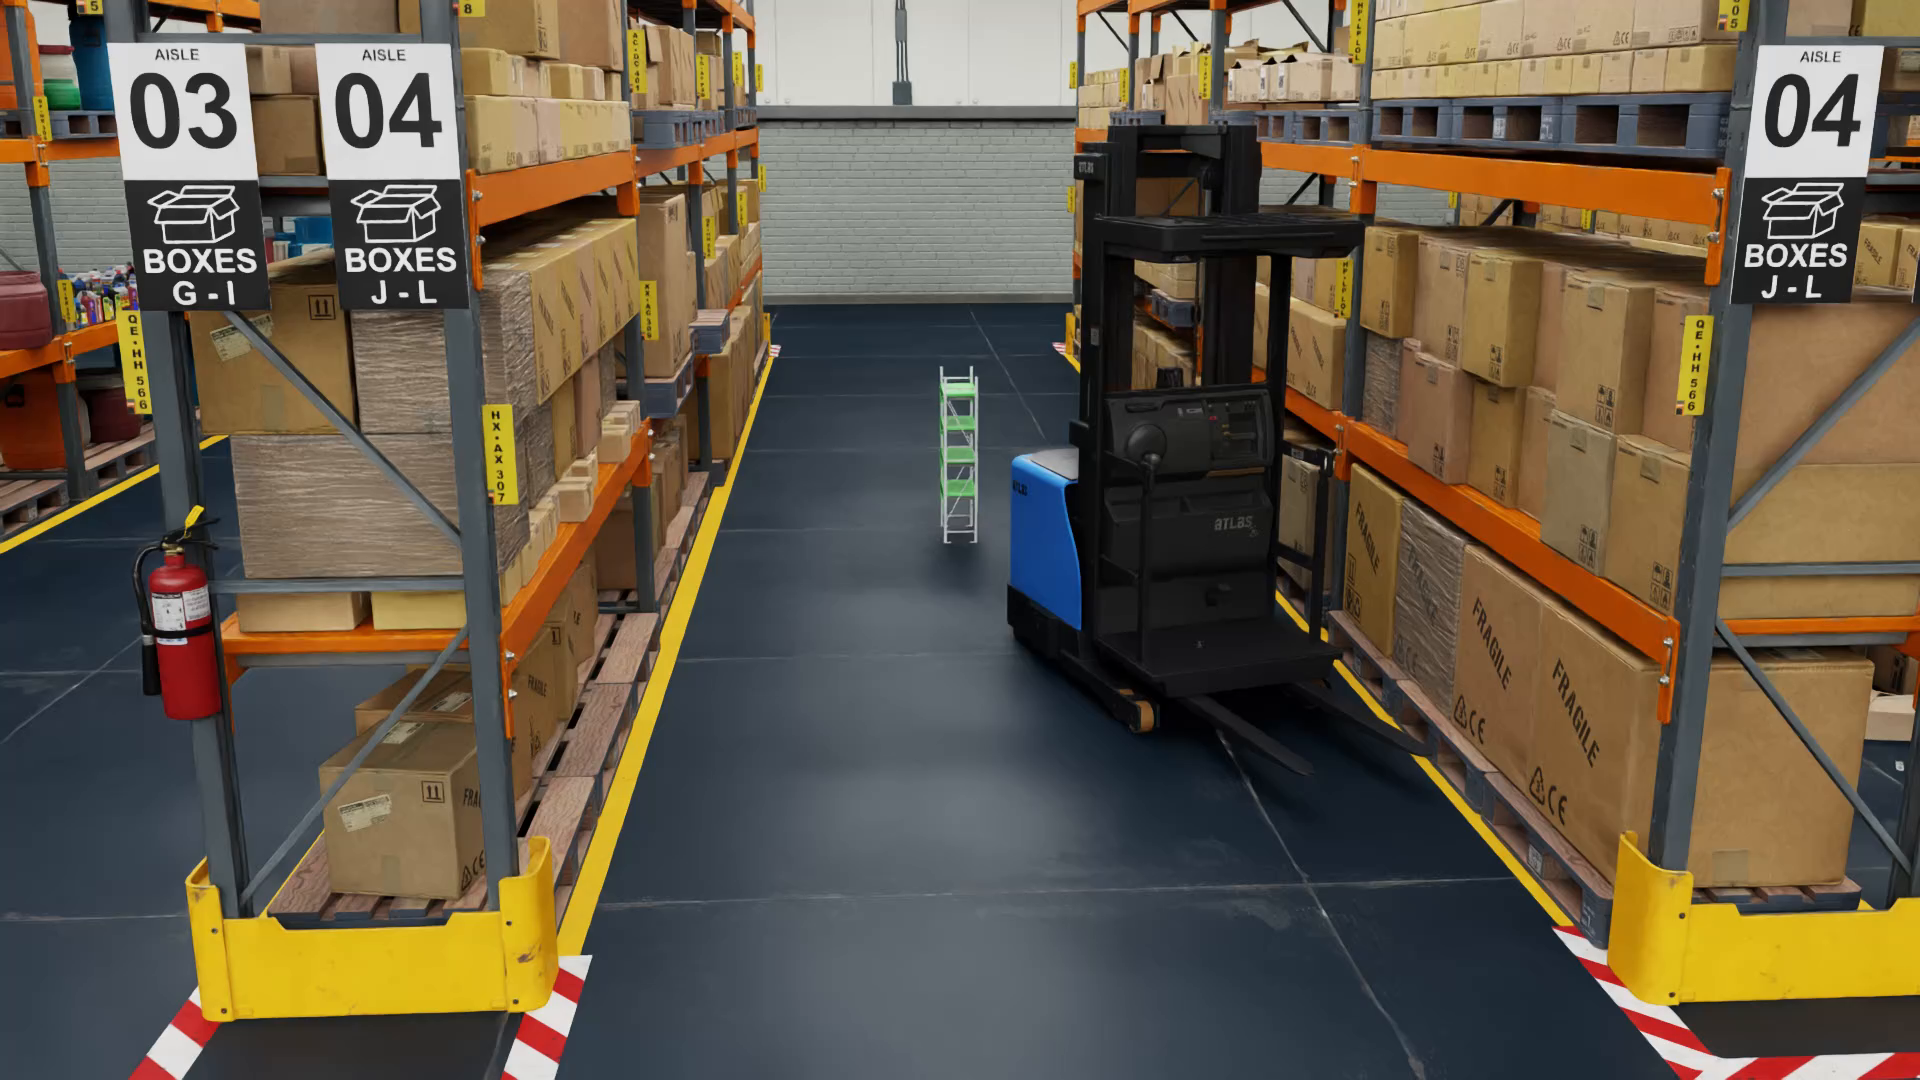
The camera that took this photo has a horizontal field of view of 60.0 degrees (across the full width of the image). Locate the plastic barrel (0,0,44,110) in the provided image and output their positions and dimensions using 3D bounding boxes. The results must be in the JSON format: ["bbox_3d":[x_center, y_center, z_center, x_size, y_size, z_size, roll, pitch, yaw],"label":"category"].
[{"bbox_3d":[-7.490,-3.764,12.912,0.600,0.830,0.708,-1,14,-3],"label":"plastic barrel"}]

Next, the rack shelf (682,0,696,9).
[{"bbox_3d":[-2.391,-3.701,10.599,1.077,0.370,4.000,-1,14,-3],"label":"rack shelf"}]

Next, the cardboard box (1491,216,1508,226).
[{"bbox_3d":[6.697,-3.651,19.994,0.500,0.500,0.500,-1,14,-4],"label":"cardboard box"}]

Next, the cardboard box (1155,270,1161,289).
[{"bbox_3d":[1.911,-2.272,14.498,0.380,0.149,0.250,-1,14,-4],"label":"cardboard box"}]

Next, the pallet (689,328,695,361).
[{"bbox_3d":[-2.351,-1.251,11.253,1.003,0.211,1.213,-1,14,-3],"label":"pallet"}]

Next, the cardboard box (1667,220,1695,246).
[{"bbox_3d":[6.995,-3.023,15.547,0.500,0.500,0.500,-1,14,-4],"label":"cardboard box"}]

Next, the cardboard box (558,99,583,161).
[{"bbox_3d":[-1.893,-1.731,7.014,0.500,0.250,0.500,0,14,-2],"label":"cardboard box"}]

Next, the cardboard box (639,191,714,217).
[{"bbox_3d":[-2.630,-2.881,14.989,0.797,0.503,0.637,0,14,-2],"label":"cardboard box"}]

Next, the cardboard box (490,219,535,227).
[{"bbox_3d":[-2.493,-1.402,8.650,0.500,0.500,0.500,-1,14,-3],"label":"cardboard box"}]

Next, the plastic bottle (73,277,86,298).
[{"bbox_3d":[-7.850,-2.207,14.843,0.097,0.271,0.097,0,14,0],"label":"plastic bottle"}]

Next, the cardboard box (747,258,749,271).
[{"bbox_3d":[-2.500,-2.984,18.107,0.380,0.149,0.250,-1,14,-5],"label":"cardboard box"}]

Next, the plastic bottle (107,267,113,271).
[{"bbox_3d":[-8.055,-2.450,15.788,0.097,0.271,0.097,0,14,0],"label":"plastic bottle"}]

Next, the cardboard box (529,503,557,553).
[{"bbox_3d":[-1.840,-0.048,6.697,0.380,0.149,0.250,-1,14,-3],"label":"cardboard box"}]

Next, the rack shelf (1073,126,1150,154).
[{"bbox_3d":[2.070,-4.483,18.856,1.077,0.370,4.000,-1,14,-3],"label":"rack shelf"}]

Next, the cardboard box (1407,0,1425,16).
[{"bbox_3d":[2.406,-2.639,8.104,0.380,0.149,0.250,-1,14,-4],"label":"cardboard box"}]

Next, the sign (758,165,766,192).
[{"bbox_3d":[-2.468,-4.505,20.719,0.100,0.325,0.005,-1,14,-3],"label":"sign"}]

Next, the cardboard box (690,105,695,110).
[{"bbox_3d":[-2.240,-3.101,12.341,0.500,0.250,0.500,-1,14,-3],"label":"cardboard box"}]

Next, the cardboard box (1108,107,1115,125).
[{"bbox_3d":[1.875,-4.504,17.793,0.500,0.250,0.500,-1,14,-4],"label":"cardboard box"}]

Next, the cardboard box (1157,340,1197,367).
[{"bbox_3d":[2.080,-1.661,15.131,0.500,0.250,0.500,-1,14,-2],"label":"cardboard box"}]

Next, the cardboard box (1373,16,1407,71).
[{"bbox_3d":[2.441,-2.542,8.528,0.500,0.250,0.500,-1,14,-3],"label":"cardboard box"}]

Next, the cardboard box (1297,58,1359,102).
[{"bbox_3d":[2.394,-2.828,10.234,0.500,0.250,0.500,-1,14,-4],"label":"cardboard box"}]

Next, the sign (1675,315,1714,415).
[{"bbox_3d":[2.395,-0.568,5.415,0.100,0.325,0.005,-1,14,-3],"label":"sign"}]

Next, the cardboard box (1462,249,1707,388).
[{"bbox_3d":[2.765,-0.992,7.395,0.875,0.550,0.500,-1,14,-3],"label":"cardboard box"}]

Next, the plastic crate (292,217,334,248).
[{"bbox_3d":[-7.747,-3.714,20.252,0.616,0.435,0.499,-1,14,-3],"label":"plastic crate"}]

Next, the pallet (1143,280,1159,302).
[{"bbox_3d":[2.279,-2.286,15.275,1.003,0.211,1.213,-1,14,-3],"label":"pallet"}]

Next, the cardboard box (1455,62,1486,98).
[{"bbox_3d":[2.454,-2.062,7.463,0.380,0.149,0.250,-1,14,-3],"label":"cardboard box"}]

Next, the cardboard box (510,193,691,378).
[{"bbox_3d":[-2.176,-1.534,9.923,1.000,1.000,1.000,-1,14,-3],"label":"cardboard box"}]

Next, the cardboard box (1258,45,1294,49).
[{"bbox_3d":[2.605,-4.055,14.009,0.396,0.266,0.258,-1,14,-3],"label":"cardboard box"}]

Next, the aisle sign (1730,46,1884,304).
[{"bbox_3d":[2.643,-1.134,5.197,0.394,0.787,0.004,-1,14,-3],"label":"aisle sign"}]

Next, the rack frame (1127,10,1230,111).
[{"bbox_3d":[2.194,-5.787,16.459,1.000,3.000,0.127,-1,14,-3],"label":"rack frame"}]

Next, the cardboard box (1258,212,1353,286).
[{"bbox_3d":[2.527,-2.054,11.784,0.700,0.500,0.500,-1,14,-4],"label":"cardboard box"}]

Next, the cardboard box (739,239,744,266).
[{"bbox_3d":[-2.530,-3.023,17.458,0.500,0.250,0.500,-1,14,-4],"label":"cardboard box"}]

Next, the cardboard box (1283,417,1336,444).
[{"bbox_3d":[2.506,-0.399,11.229,1.050,0.750,0.750,-1,14,-3],"label":"cardboard box"}]

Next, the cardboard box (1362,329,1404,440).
[{"bbox_3d":[2.725,-0.873,9.099,0.875,0.550,0.550,-1,14,-3],"label":"cardboard box"}]

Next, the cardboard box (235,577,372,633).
[{"bbox_3d":[-2.243,0.208,5.702,0.380,0.149,0.250,-1,14,-3],"label":"cardboard box"}]

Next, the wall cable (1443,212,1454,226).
[{"bbox_3d":[7.923,-5.897,26.887,0.588,1.984,0.122,-1,14,-3],"label":"wall cable"}]

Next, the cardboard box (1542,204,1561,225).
[{"bbox_3d":[6.800,-3.755,18.395,0.500,0.500,0.500,-1,14,-4],"label":"cardboard box"}]

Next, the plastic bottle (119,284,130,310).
[{"bbox_3d":[-7.199,-2.068,14.304,0.097,0.271,0.097,0,14,0],"label":"plastic bottle"}]

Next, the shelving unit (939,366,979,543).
[{"bbox_3d":[-0.010,-0.622,12.037,0.258,1.200,0.503,-1,14,-3],"label":"shelving unit"}]

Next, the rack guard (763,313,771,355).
[{"bbox_3d":[-3.012,-2.620,21.208,1.175,0.500,0.348,-1,14,-3],"label":"rack guard"}]

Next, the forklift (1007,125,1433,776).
[{"bbox_3d":[1.270,-0.572,8.367,1.130,2.935,3.031,-5,15,-20],"label":"forklift"}]

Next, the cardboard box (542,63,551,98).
[{"bbox_3d":[-1.943,-1.941,7.033,0.380,0.149,0.250,-1,14,-5],"label":"cardboard box"}]

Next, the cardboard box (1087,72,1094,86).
[{"bbox_3d":[1.695,-5.415,19.530,0.380,0.149,0.250,-1,14,-3],"label":"cardboard box"}]

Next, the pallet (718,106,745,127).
[{"bbox_3d":[-2.803,-4.444,17.436,1.003,0.211,1.213,-1,14,-3],"label":"pallet"}]

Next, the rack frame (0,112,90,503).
[{"bbox_3d":[-7.458,-1.759,12.843,1.000,3.000,0.127,-1,14,-3],"label":"rack frame"}]

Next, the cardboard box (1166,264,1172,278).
[{"bbox_3d":[1.939,-2.295,13.990,0.380,0.149,0.250,0,14,-1],"label":"cardboard box"}]

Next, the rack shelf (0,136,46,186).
[{"bbox_3d":[-7.334,-2.366,10.626,1.077,0.370,4.000,-1,14,-3],"label":"rack shelf"}]

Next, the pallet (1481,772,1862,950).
[{"bbox_3d":[2.810,1.256,6.723,1.003,0.211,1.213,-1,14,-3],"label":"pallet"}]

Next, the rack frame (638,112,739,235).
[{"bbox_3d":[-2.762,-2.830,17.007,1.000,3.000,0.127,-1,14,-3],"label":"rack frame"}]

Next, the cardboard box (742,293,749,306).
[{"bbox_3d":[-2.723,-2.170,17.862,0.875,0.875,0.875,-1,14,-3],"label":"cardboard box"}]

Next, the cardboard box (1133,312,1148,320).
[{"bbox_3d":[2.286,-2.668,20.062,0.380,0.149,0.250,-1,15,-6],"label":"cardboard box"}]

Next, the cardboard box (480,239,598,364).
[{"bbox_3d":[-1.874,-1.037,7.231,0.500,0.500,0.500,-1,14,-3],"label":"cardboard box"}]

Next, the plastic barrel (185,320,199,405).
[{"bbox_3d":[-7.689,-1.805,16.392,0.600,0.901,0.708,-1,14,-3],"label":"plastic barrel"}]
